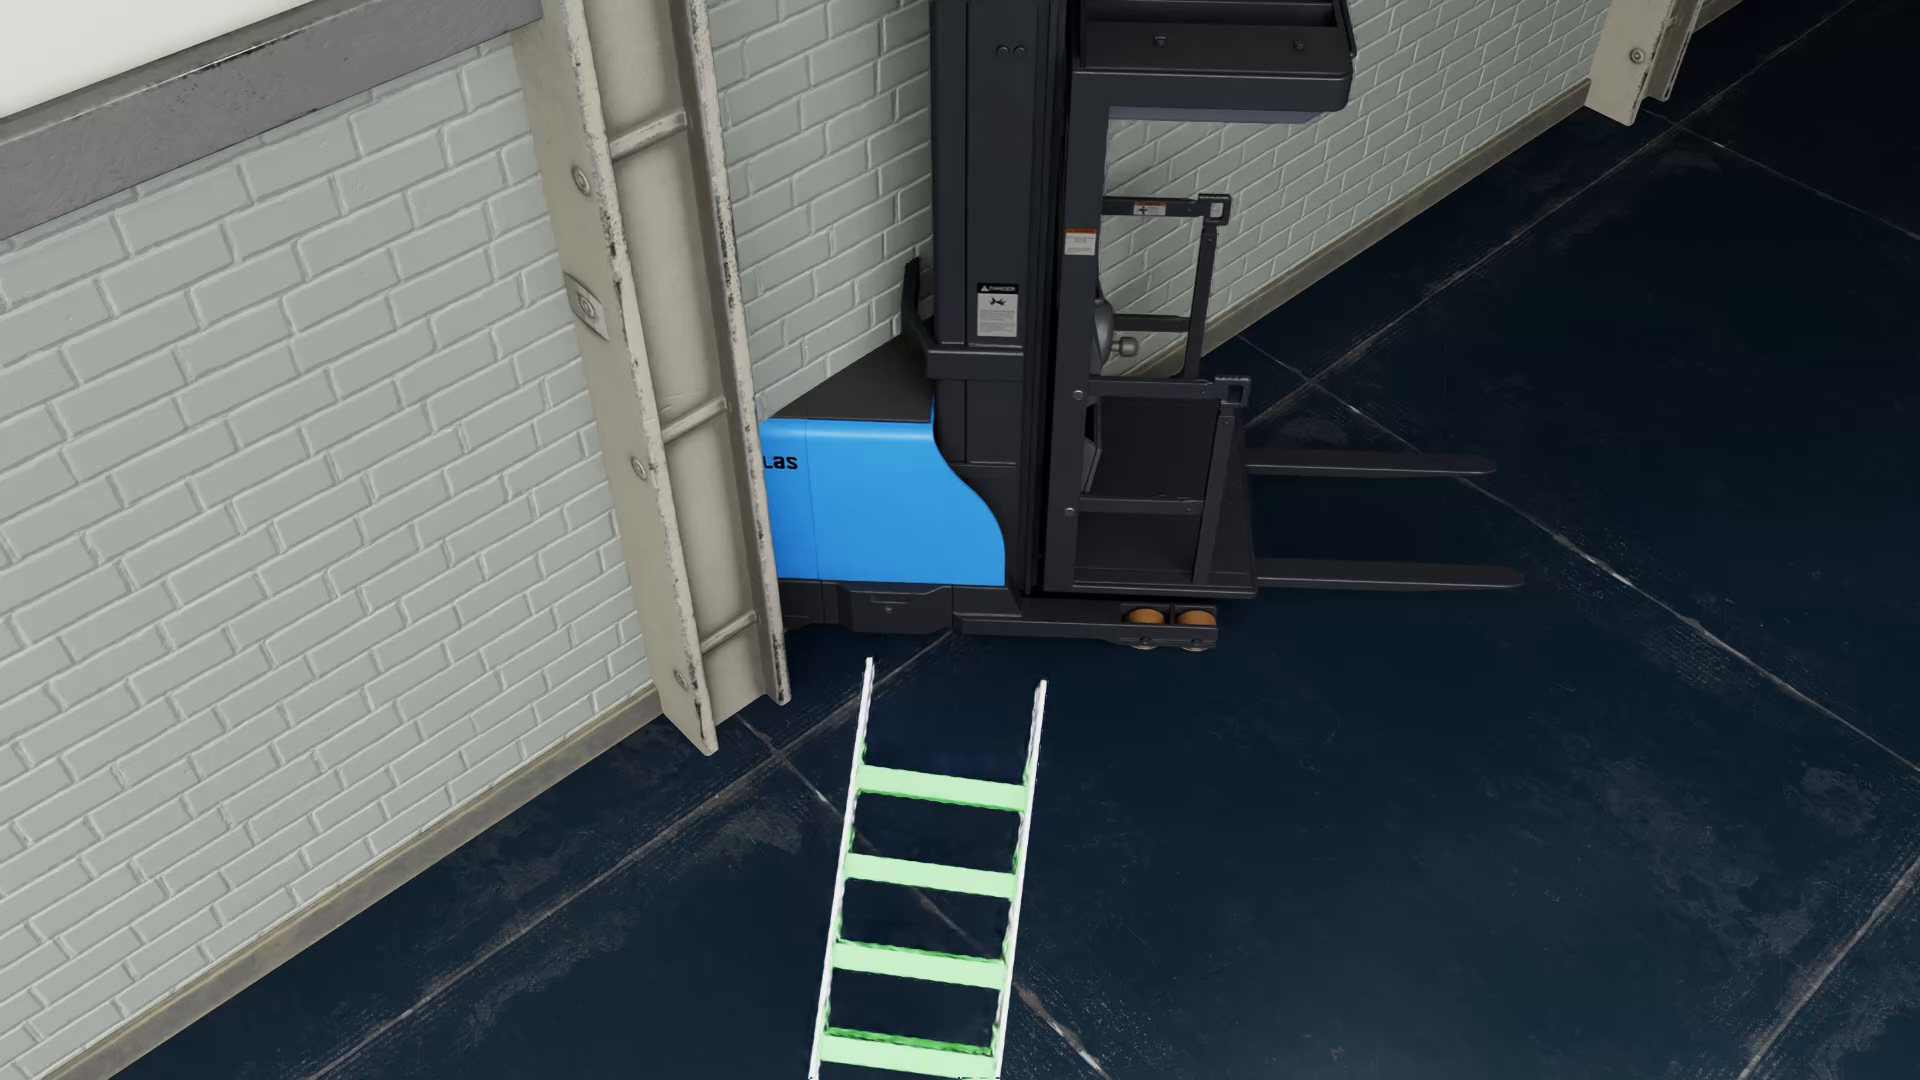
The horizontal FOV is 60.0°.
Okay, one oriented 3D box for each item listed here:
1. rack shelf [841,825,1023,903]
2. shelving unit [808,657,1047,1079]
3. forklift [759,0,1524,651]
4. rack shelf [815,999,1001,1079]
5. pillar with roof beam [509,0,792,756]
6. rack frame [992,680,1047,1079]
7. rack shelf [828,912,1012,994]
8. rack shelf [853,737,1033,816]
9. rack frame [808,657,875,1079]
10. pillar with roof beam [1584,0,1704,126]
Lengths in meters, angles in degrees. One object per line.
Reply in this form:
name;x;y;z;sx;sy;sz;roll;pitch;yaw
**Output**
rack shelf;-0.079;0.902;4.632;0.480;0.258;0.148;7;79;0
shelving unit;-0.087;0.964;4.620;0.503;0.258;1.200;7;79;0
forklift;0.640;-0.972;5.653;3.031;2.935;1.130;2;47;2
rack shelf;-0.140;1.369;4.539;0.480;0.258;0.148;7;79;0
pillar with roof beam;2.022;-0.106;0.725;0.400;9.000;9.100;-34;56;-27
rack frame;0.155;0.996;4.620;0.015;0.240;1.200;7;79;0
rack shelf;-0.109;1.136;4.586;0.480;0.258;0.148;7;79;0
rack shelf;-0.048;0.669;4.679;0.480;0.258;0.148;7;79;0
rack frame;-0.329;0.933;4.620;0.015;0.240;1.200;7;79;0
pillar with roof beam;6.462;-3.072;3.462;0.400;9.000;9.100;-34;56;-27
